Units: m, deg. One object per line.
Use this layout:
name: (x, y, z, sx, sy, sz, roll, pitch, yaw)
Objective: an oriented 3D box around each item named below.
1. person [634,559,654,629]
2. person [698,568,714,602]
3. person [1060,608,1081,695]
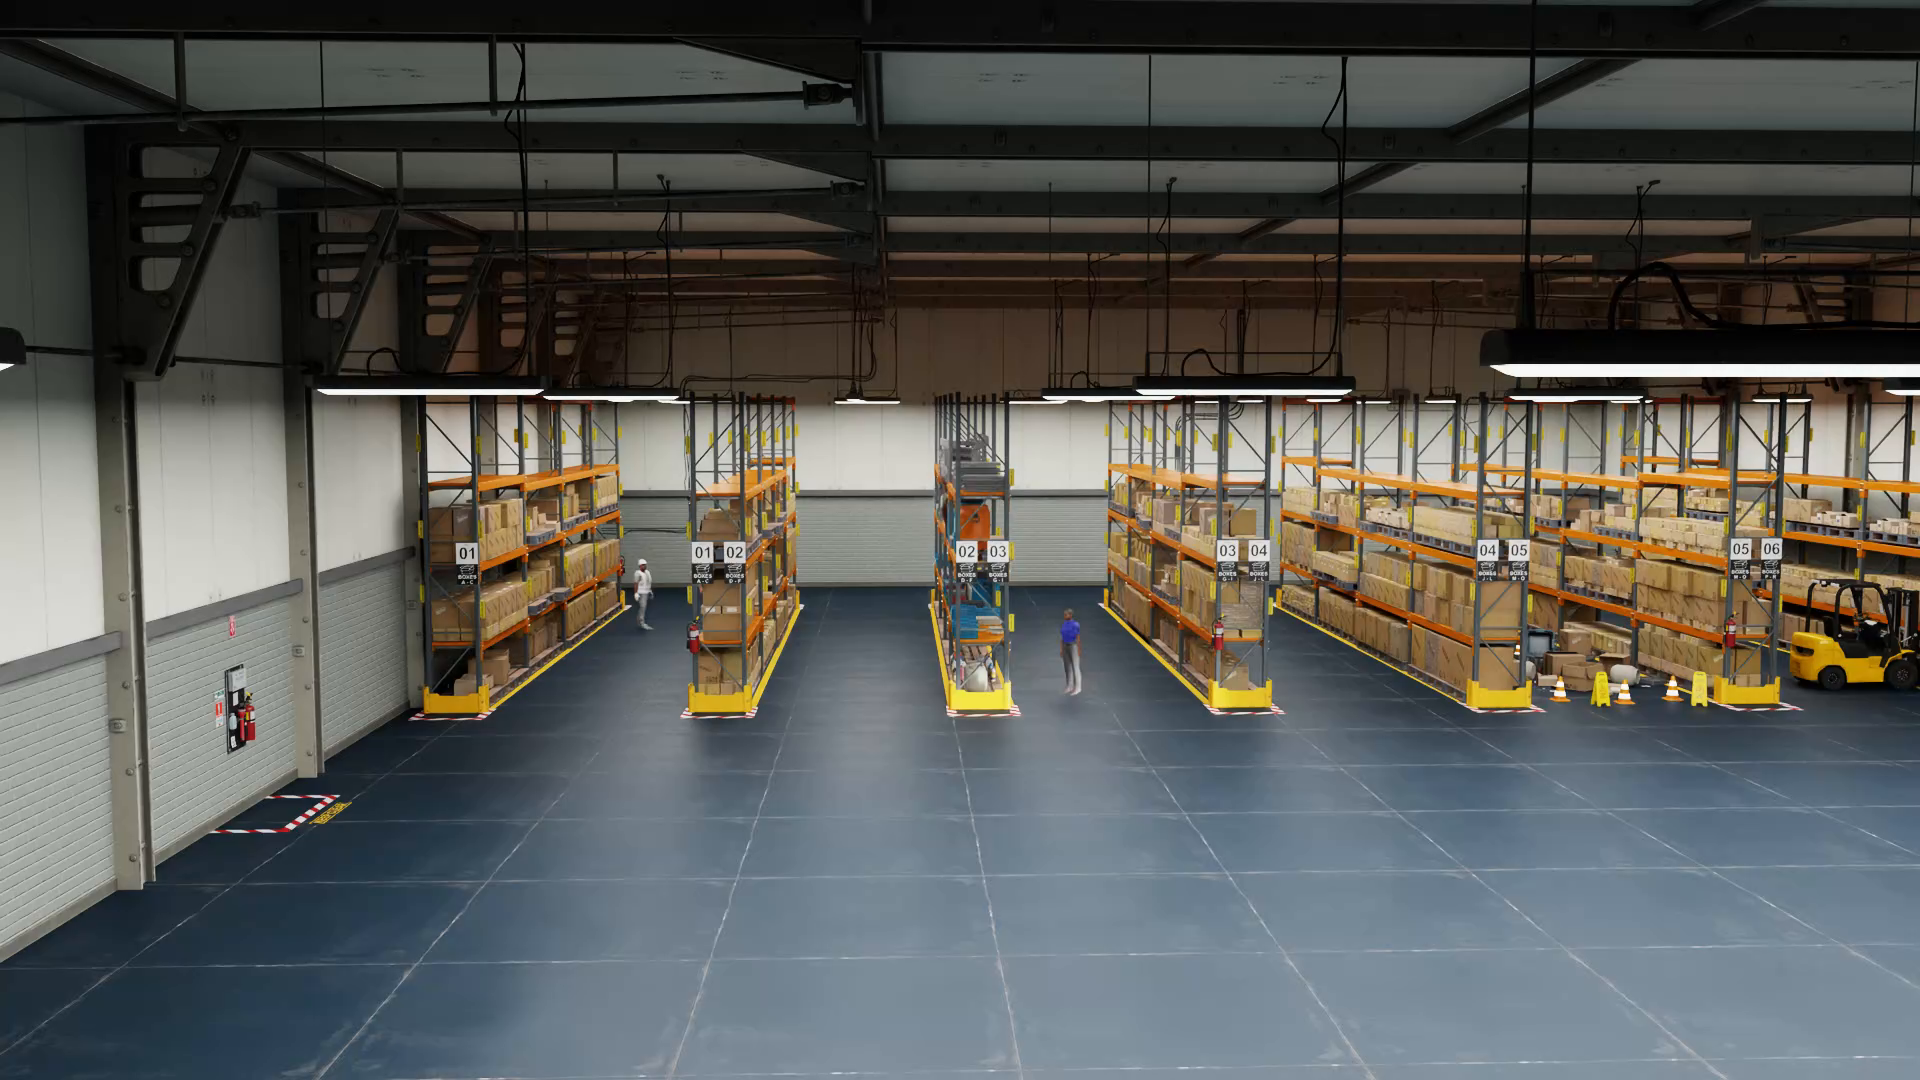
person: (-8.161, 1.389, 42.993, 0.438, 1.795, 0.581, 1, 5, 8)
person: (-6.739, 1.339, 44.350, 0.515, 1.684, 1.012, 0, 5, 2)
person: (2.175, 2.301, 33.071, 0.396, 1.493, 0.553, -4, 6, -43)
